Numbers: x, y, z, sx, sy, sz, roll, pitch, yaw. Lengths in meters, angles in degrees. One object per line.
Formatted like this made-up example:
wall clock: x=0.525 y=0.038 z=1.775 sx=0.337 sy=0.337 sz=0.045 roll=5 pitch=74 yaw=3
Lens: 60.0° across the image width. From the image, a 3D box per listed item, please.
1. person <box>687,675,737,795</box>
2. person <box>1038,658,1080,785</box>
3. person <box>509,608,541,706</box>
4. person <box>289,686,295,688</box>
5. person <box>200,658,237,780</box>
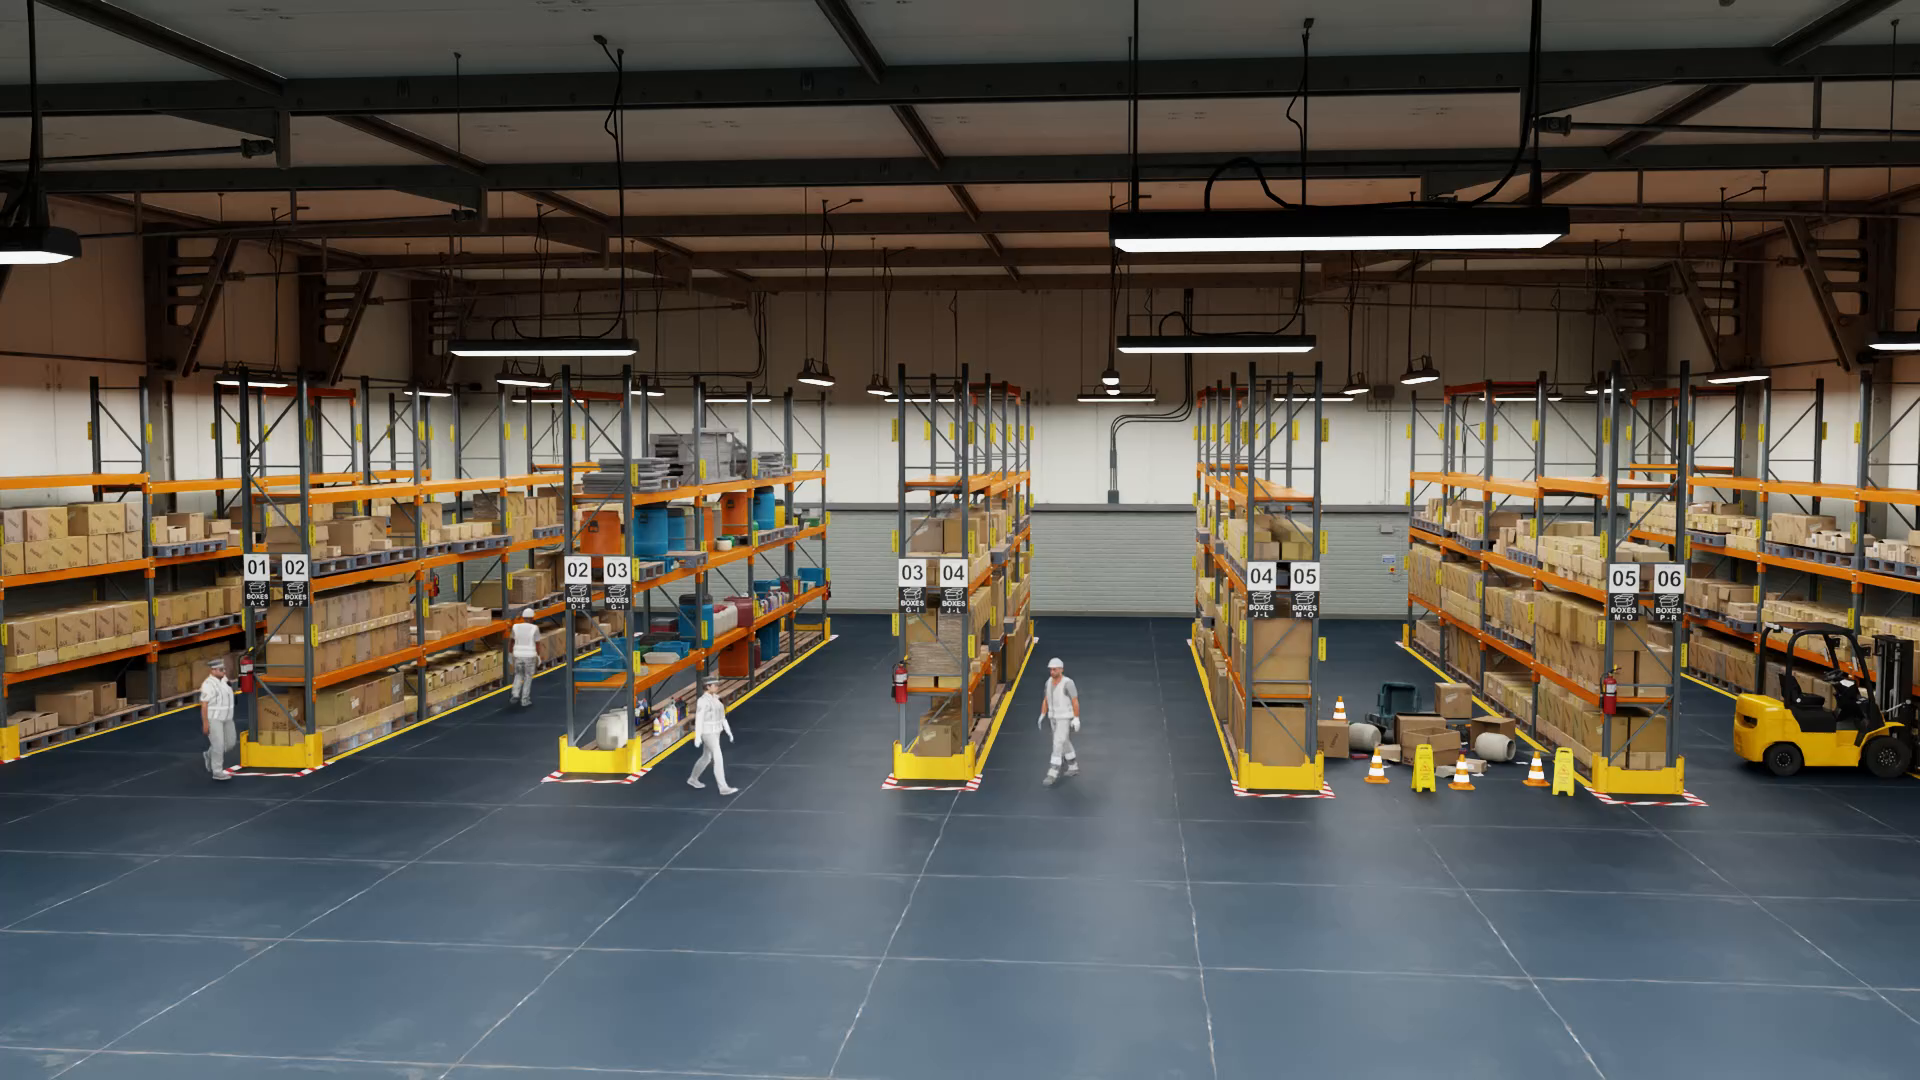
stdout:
person: x=-3.442 y=2.700 z=23.181 sx=0.883 sy=1.643 sz=0.505 roll=1 pitch=4 yaw=16
person: x=1.395 y=2.569 z=23.871 sx=0.900 sy=1.746 sz=0.563 roll=-3 pitch=5 yaw=-38
person: x=-7.979 y=2.144 z=30.505 sx=0.605 sy=1.782 sz=0.457 roll=1 pitch=4 yaw=9
person: x=-12.990 y=2.088 z=32.667 sx=0.537 sy=1.622 sz=0.456 roll=2 pitch=4 yaw=24
person: x=-10.784 y=2.569 z=24.061 sx=0.703 sy=1.734 sz=0.558 roll=2 pitch=4 yaw=25
